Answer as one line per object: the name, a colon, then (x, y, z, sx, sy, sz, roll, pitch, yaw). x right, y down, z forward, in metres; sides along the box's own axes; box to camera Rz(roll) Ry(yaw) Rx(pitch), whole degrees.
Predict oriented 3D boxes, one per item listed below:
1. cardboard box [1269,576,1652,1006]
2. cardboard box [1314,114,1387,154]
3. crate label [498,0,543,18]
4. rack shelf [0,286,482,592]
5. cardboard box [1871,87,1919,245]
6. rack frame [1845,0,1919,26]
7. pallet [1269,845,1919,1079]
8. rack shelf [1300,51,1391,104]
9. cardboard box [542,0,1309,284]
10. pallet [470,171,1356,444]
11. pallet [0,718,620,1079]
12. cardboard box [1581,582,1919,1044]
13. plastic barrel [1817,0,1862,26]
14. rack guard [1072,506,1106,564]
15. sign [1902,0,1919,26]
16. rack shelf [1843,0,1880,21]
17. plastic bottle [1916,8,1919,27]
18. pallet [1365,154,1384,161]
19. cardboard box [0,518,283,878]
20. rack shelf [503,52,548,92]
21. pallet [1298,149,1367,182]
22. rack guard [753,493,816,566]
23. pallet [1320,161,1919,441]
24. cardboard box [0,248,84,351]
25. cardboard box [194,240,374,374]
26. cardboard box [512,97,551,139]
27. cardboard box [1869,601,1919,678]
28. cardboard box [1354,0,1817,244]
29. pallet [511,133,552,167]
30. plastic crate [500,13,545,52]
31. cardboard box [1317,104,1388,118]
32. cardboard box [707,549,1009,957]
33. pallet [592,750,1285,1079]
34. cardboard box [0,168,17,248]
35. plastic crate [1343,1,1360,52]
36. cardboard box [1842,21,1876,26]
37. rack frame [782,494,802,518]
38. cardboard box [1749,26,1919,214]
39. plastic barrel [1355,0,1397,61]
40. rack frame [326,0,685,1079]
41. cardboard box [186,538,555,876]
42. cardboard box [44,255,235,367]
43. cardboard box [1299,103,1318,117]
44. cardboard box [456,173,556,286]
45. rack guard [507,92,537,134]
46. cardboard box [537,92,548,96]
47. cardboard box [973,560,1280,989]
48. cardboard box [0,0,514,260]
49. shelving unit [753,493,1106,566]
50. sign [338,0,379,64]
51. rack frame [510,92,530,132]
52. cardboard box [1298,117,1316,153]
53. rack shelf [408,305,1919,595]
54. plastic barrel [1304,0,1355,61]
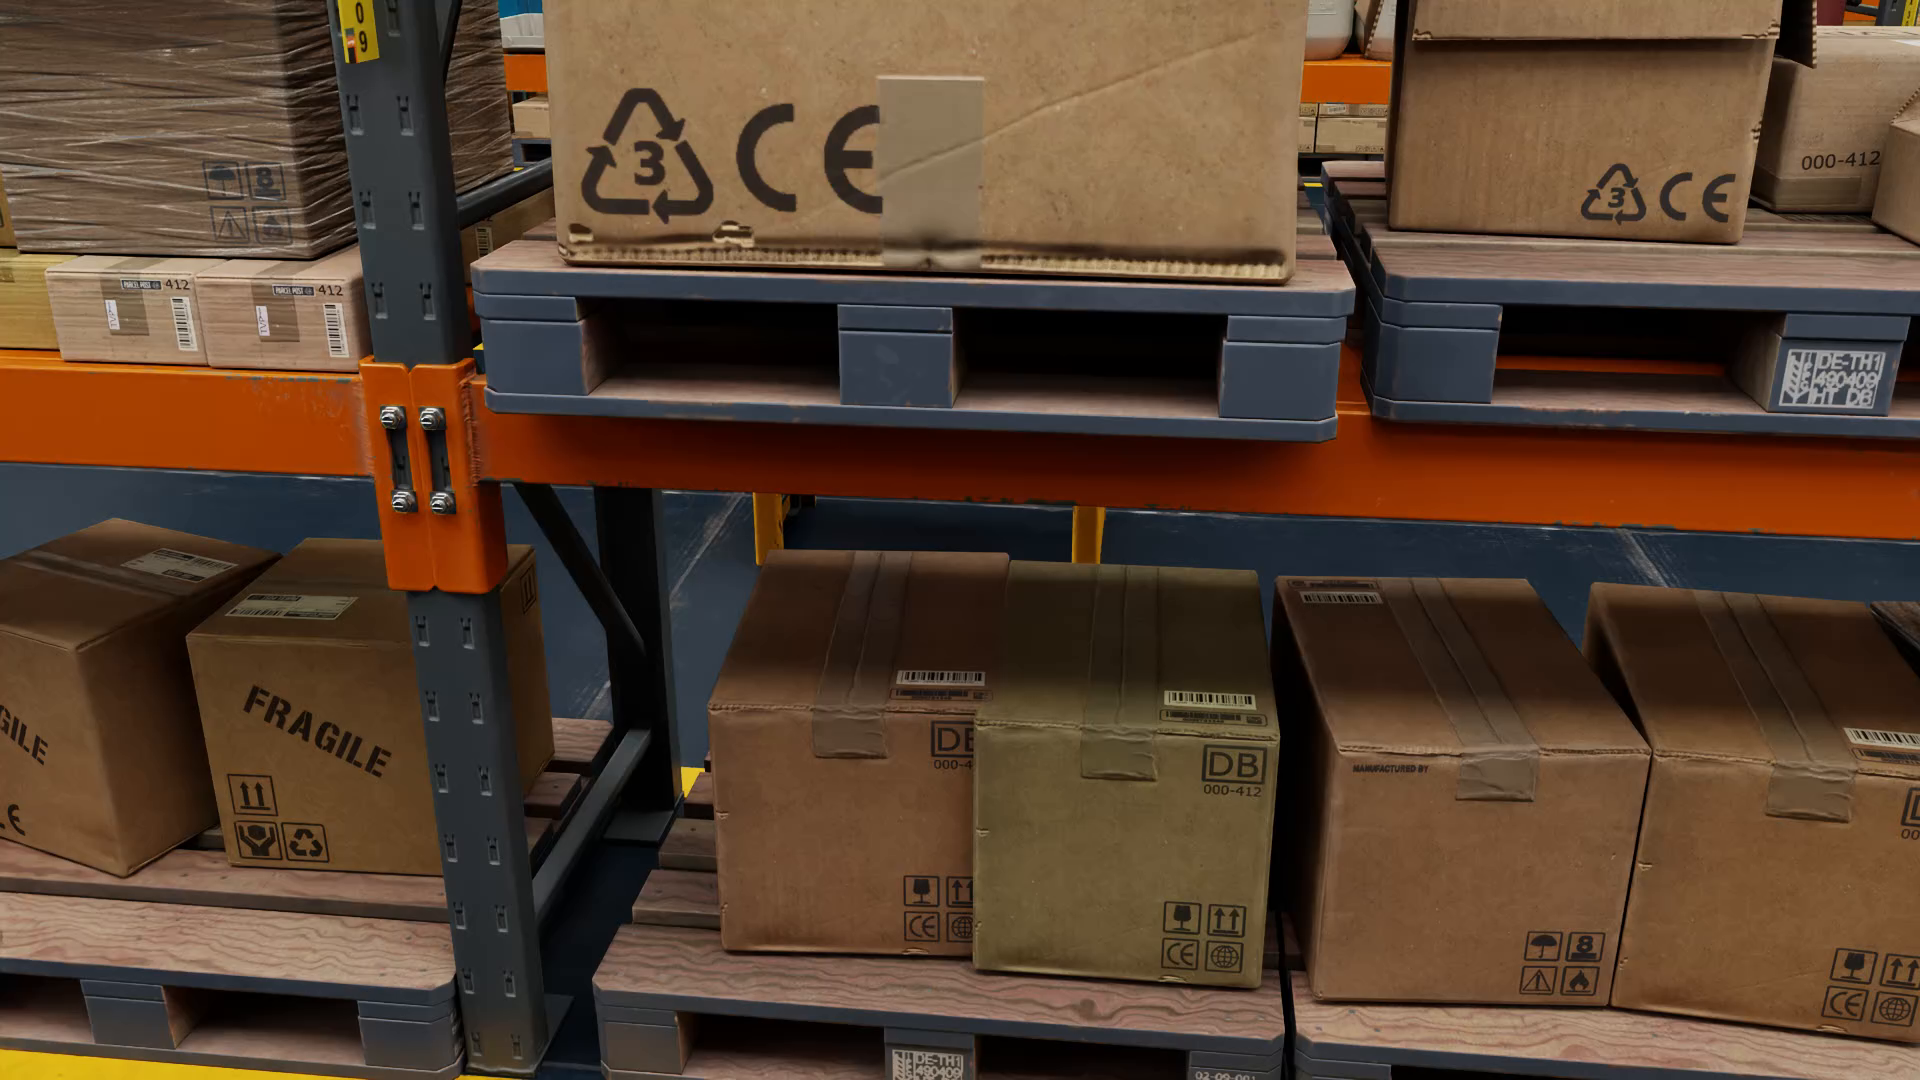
cardboard box: (0.865, 0.433, 3.067, 0.500, 0.500, 0.700, 1, 22, 2)
cardboard box: (2.810, -2.949, 11.988, 0.500, 0.250, 0.500, 3, 22, 8)
crate label: (-2.299, -2.628, 7.959, 0.616, 0.435, 0.502, 2, 22, 6)
rack shelf: (-2.756, -0.363, 3.257, 4.000, 0.370, 1.077, 2, 22, 6)
cardboard box: (1.515, -0.544, 2.349, 0.258, 0.266, 0.396, 2, 22, 5)
rack frame: (3.786, -2.246, 7.042, 0.127, 3.000, 1.000, 2, 22, 6)
pallet: (1.219, 0.771, 3.203, 1.213, 0.211, 1.003, 2, 22, 6)
rack shelf: (1.800, -1.998, 7.393, 4.000, 0.370, 1.077, 2, 22, 6)
cardboard box: (0.003, -1.000, 2.502, 1.000, 1.000, 1.000, 3, 22, 7)
pallet: (-0.028, -0.436, 2.723, 1.213, 0.211, 1.003, 2, 22, 6)
pallet: (-1.441, 0.669, 3.459, 1.213, 0.211, 1.003, 2, 22, 6)
cardboard box: (1.419, 0.457, 3.006, 0.500, 0.500, 0.700, 4, 22, 11)
plastic barrel: (3.289, -2.219, 6.788, 0.708, 0.536, 0.600, 2, 22, 6)
rack guard: (0.419, -0.098, 5.348, 0.087, 0.250, 0.587, 2, 22, 6)
sign: (3.728, -2.121, 6.503, 0.005, 0.325, 0.100, 2, 22, 6)
rack shelf: (6.358, -3.634, 11.529, 4.000, 0.370, 1.077, 2, 22, 6)
plastic bottle: (4.238, -2.330, 7.413, 0.133, 0.283, 0.061, 2, 22, 6)
pallet: (3.559, -2.808, 12.255, 1.213, 0.211, 1.003, 2, 22, 6)
cardboard box: (-1.732, 0.302, 3.425, 0.500, 0.500, 0.500, 10, 24, 23)
rack shelf: (-2.173, -2.171, 7.831, 4.000, 0.370, 1.077, 2, 22, 6)
pallet: (2.351, -2.862, 12.391, 1.213, 0.211, 1.003, 2, 22, 6)
rack guard: (-0.570, -0.141, 5.457, 0.087, 0.250, 0.587, 2, 22, 6)
pallet: (1.232, -0.420, 2.682, 1.213, 0.211, 1.003, 2, 22, 6)
cardboard box: (-1.506, -0.443, 2.823, 0.250, 0.149, 0.380, 2, 22, 6)
cardboard box: (-1.018, -0.396, 2.704, 0.250, 0.149, 0.380, 2, 22, 6)
cardboard box: (-3.066, -3.213, 12.656, 0.500, 0.250, 0.500, 2, 22, 6)
cardboard box: (1.983, 0.479, 2.950, 0.500, 0.500, 0.700, 1, 22, 2)
cardboard box: (0.963, -0.813, 2.705, 0.637, 0.503, 0.797, 5, 22, 12)
pallet: (-2.808, -3.086, 12.959, 1.213, 0.211, 1.003, 2, 22, 6)
plastic crate: (-1.829, -2.275, 7.472, 0.437, 0.136, 0.530, 2, 22, 6)
cardboard box: (2.805, -3.208, 11.880, 0.500, 0.311, 0.500, 2, 22, 6)
cardboard box: (-0.162, 0.381, 3.197, 0.500, 0.500, 0.700, 1, 22, 2)
pallet: (0.004, 0.719, 3.335, 1.213, 0.211, 1.003, 2, 22, 6)
cardboard box: (-1.701, -0.873, 3.026, 0.500, 0.500, 0.875, 2, 22, 6)
plastic crate: (1.576, -2.349, 7.589, 0.662, 0.188, 0.450, 2, 22, 6)
cardboard box: (8.263, -4.867, 16.023, 0.750, 0.750, 0.750, 3, 22, 7)
rack frame: (-0.590, -0.723, 5.229, 0.032, 1.500, 0.500, 2, 22, 6)
cardboard box: (1.565, -0.720, 2.814, 0.500, 0.250, 0.500, 2, 22, 5)
plastic barrel: (1.896, -2.311, 7.020, 0.433, 0.535, 0.433, 0, 22, 0)
rack frame: (-0.769, -0.611, 2.906, 0.127, 3.000, 1.000, 2, 22, 6)
cardboard box: (-1.162, 0.324, 3.369, 0.500, 0.500, 0.500, 2, 22, 5)
cardboard box: (-1.265, -0.411, 2.740, 0.250, 0.149, 0.380, 2, 22, 6)
cardboard box: (2.308, -3.230, 11.937, 0.500, 0.311, 0.500, 3, 22, 8)
cardboard box: (-0.948, -0.613, 3.253, 0.250, 0.149, 0.380, 2, 22, 6)
rack guard: (-3.596, -3.239, 12.954, 0.348, 0.500, 1.175, 2, 22, 6)
cardboard box: (-3.005, -3.752, 12.998, 0.500, 0.500, 0.500, 2, 22, 6)
cardboard box: (0.309, 0.409, 3.128, 0.500, 0.500, 0.700, 2, 22, 6)
cardboard box: (-1.209, -0.838, 2.939, 0.500, 0.500, 0.875, 2, 22, 6)
shelving unit: (-0.076, -0.701, 5.172, 1.083, 1.500, 0.587, 2, 22, 6)
sign: (-0.826, -0.815, 2.245, 0.005, 0.325, 0.100, 2, 22, 6)
rack frame: (-3.572, -4.401, 12.492, 0.127, 3.000, 1.000, 2, 22, 6)
cardboard box: (2.299, -2.970, 12.041, 0.500, 0.250, 0.500, 3, 22, 7)
rack shelf: (1.217, -0.190, 2.819, 4.000, 0.370, 1.077, 2, 22, 6)
plastic barrel: (1.466, -2.329, 7.067, 0.433, 0.535, 0.433, 0, 22, 0)
